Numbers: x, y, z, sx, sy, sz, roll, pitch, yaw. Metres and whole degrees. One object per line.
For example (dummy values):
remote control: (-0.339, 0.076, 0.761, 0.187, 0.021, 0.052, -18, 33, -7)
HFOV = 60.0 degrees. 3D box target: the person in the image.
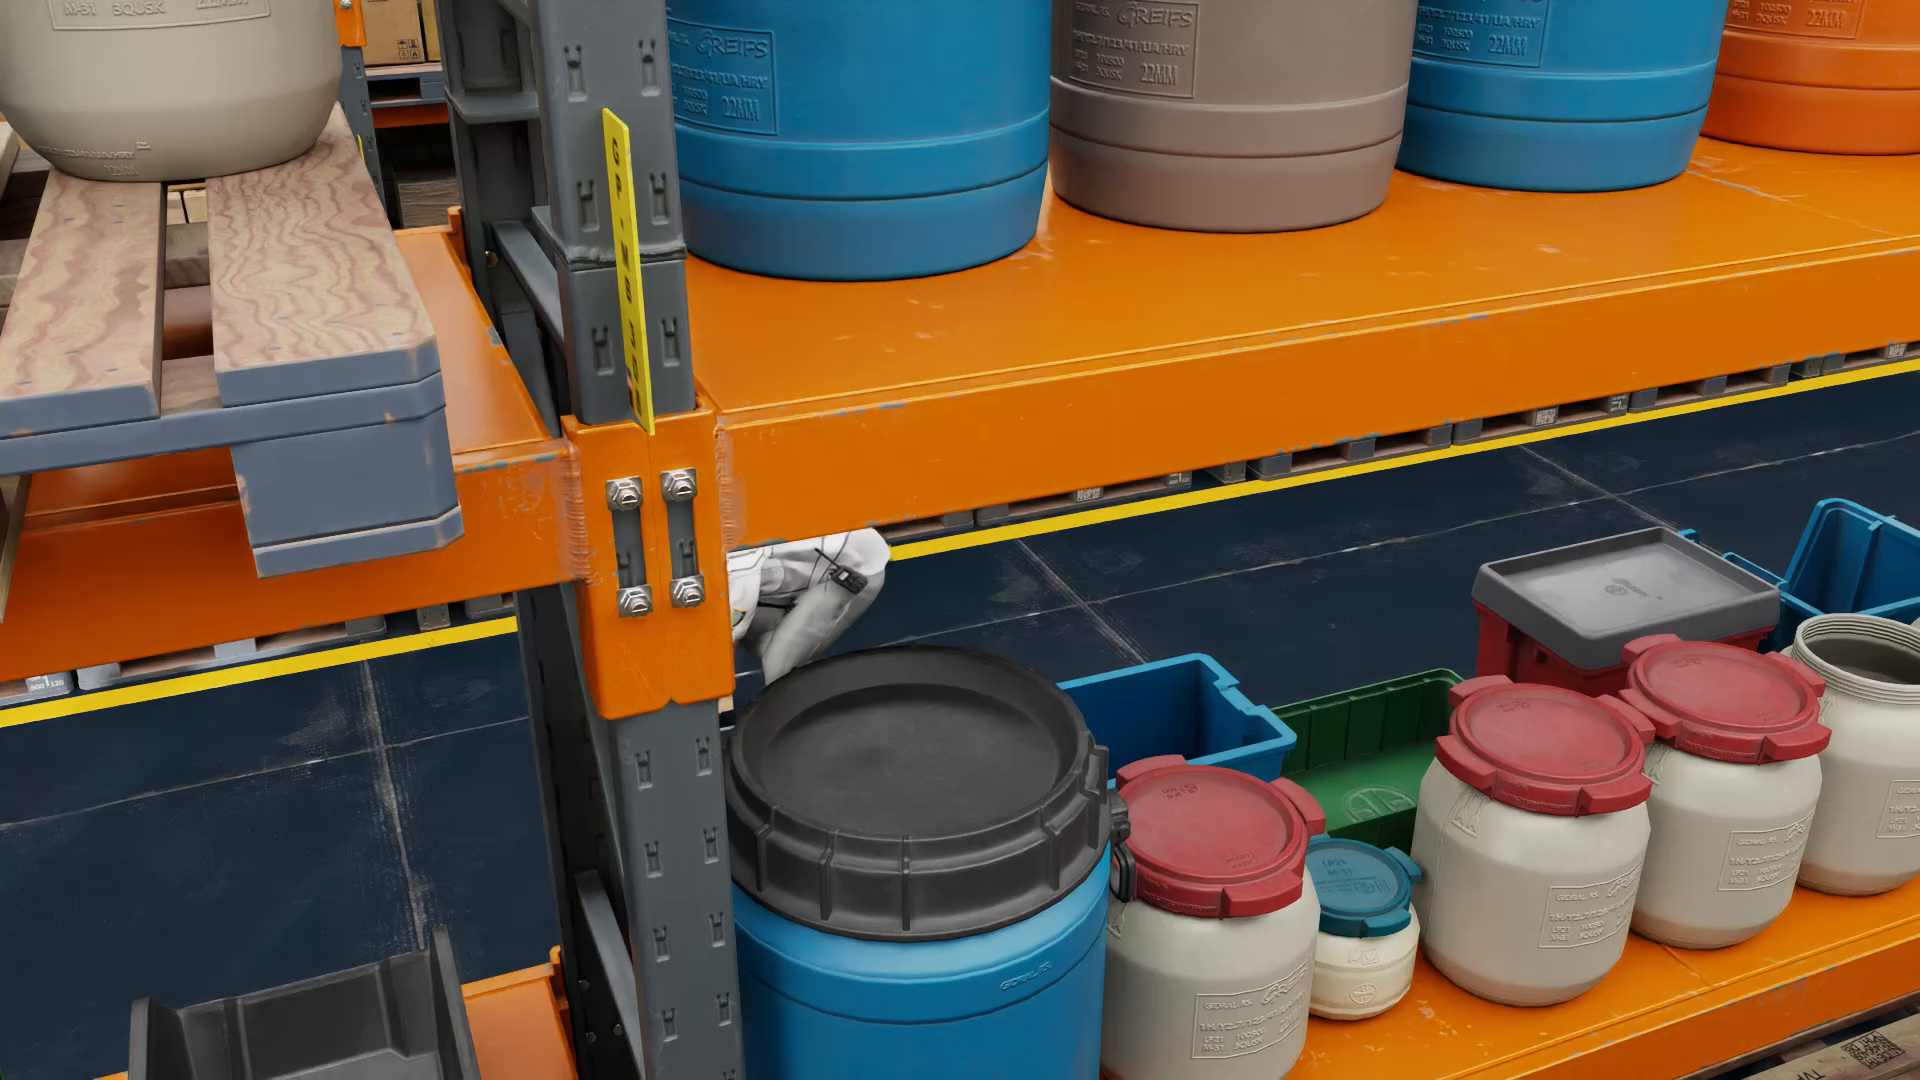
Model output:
person: (-0.723, 0.326, 6.205, 0.937, 1.000, 0.503, -12, 29, -23)
